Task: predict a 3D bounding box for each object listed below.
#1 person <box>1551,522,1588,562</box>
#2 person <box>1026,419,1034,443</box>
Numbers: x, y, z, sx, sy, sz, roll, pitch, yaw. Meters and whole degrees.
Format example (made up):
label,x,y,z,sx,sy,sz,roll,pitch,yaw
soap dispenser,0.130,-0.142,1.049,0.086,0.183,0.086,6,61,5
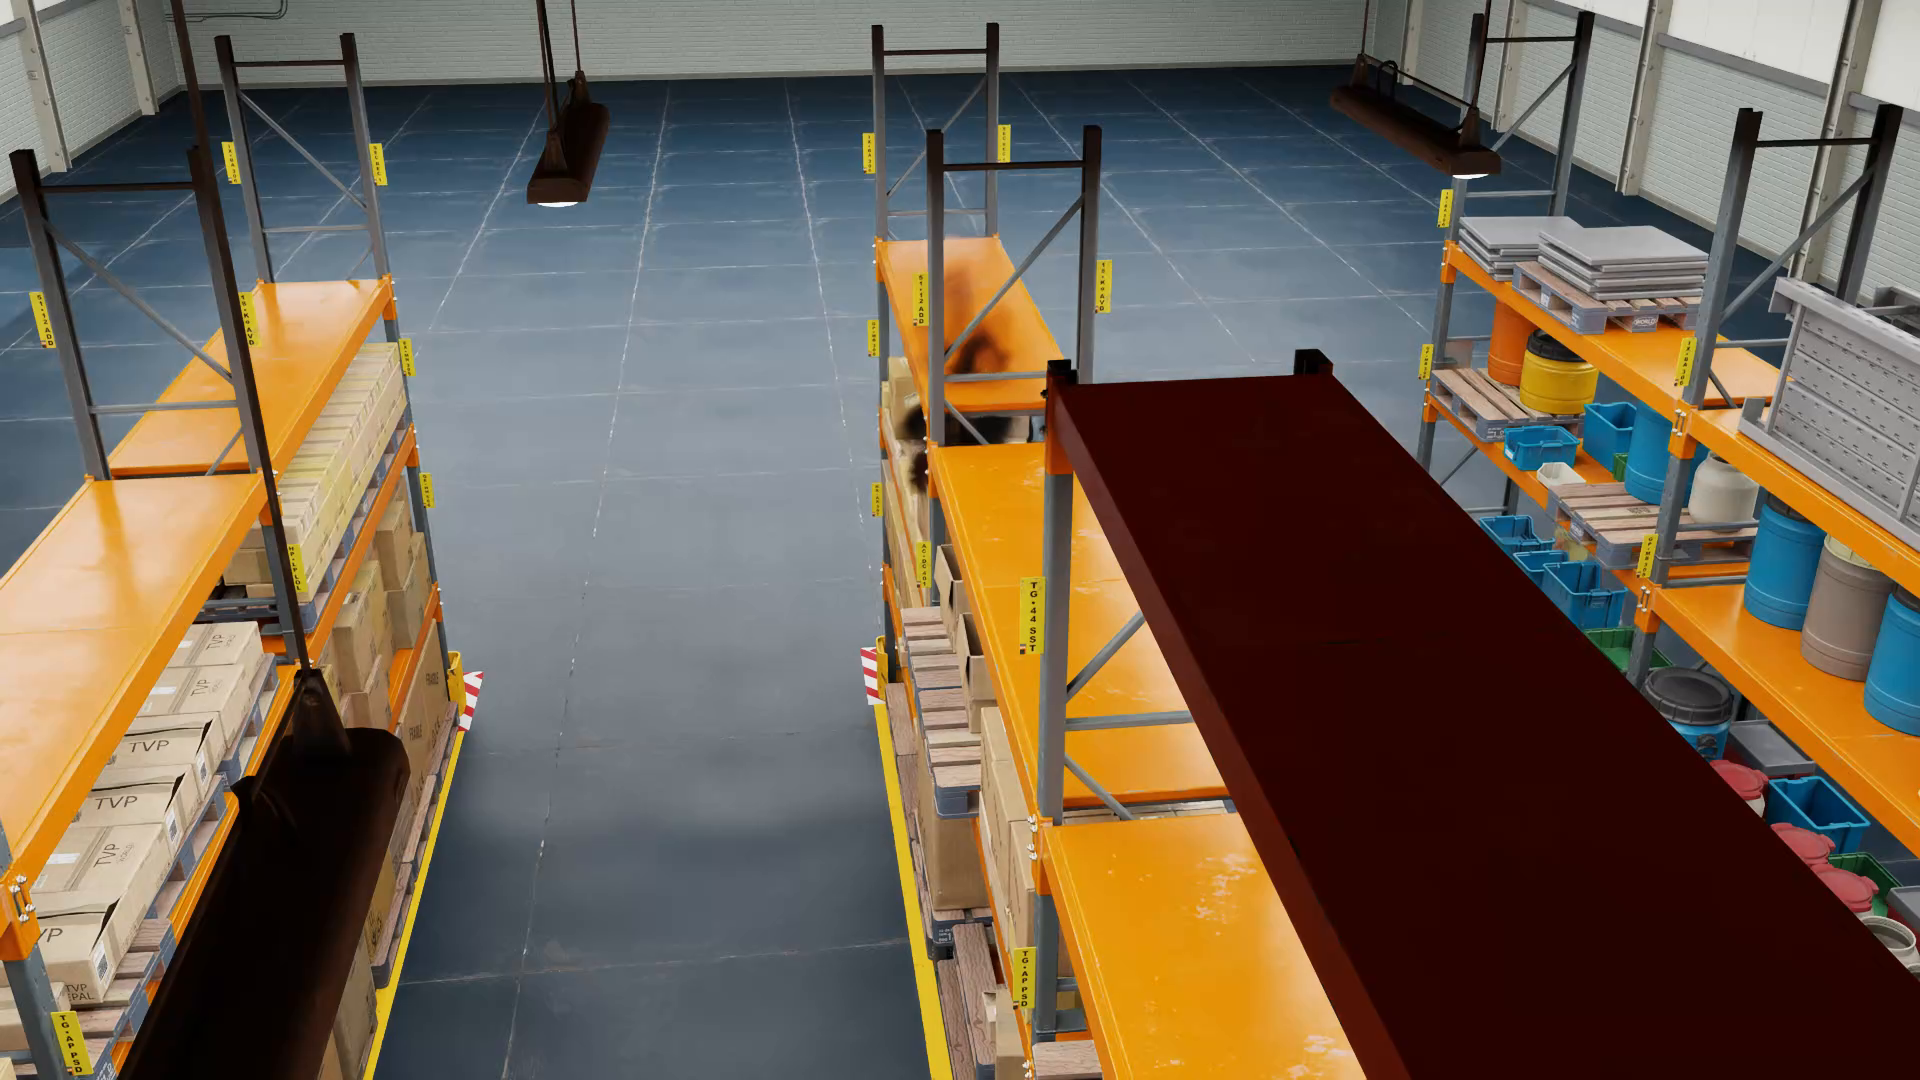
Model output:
label,x,y,z,sx,sy,sz,roll,pitch,yaw
person,5.956,0.171,16.288,0.610,1.593,0.556,-15,29,-29
person,0.568,-1.132,18.903,0.584,1.678,0.699,13,28,25
